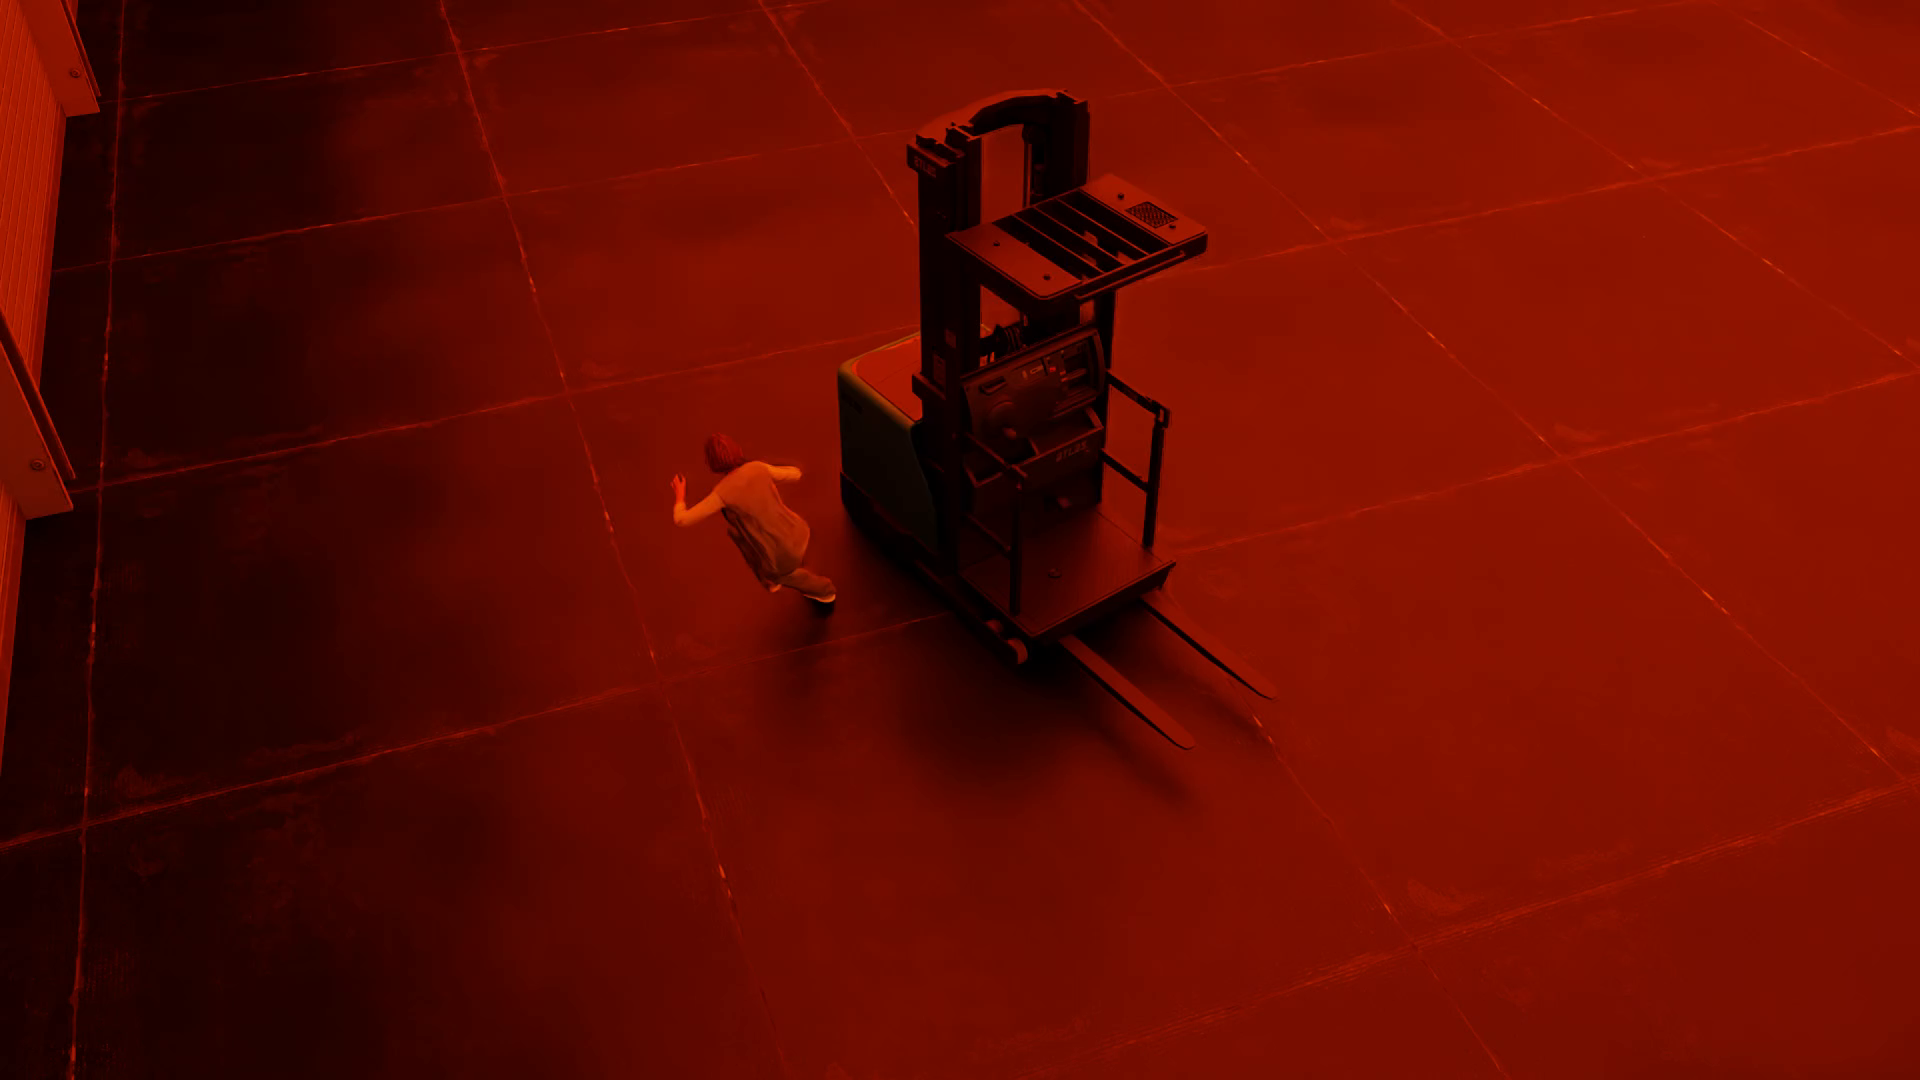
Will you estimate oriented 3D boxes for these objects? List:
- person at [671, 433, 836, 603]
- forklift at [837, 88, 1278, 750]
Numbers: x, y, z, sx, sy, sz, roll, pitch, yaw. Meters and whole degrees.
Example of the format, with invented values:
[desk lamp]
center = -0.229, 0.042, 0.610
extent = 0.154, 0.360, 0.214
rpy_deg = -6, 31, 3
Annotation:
[person]
center = -1.168, -0.083, 9.318
extent = 0.807, 1.375, 0.837
rpy_deg = 16, 43, 19
[forklift]
center = 0.539, -0.769, 8.912
extent = 1.130, 2.935, 3.031
rpy_deg = -26, 46, -27
